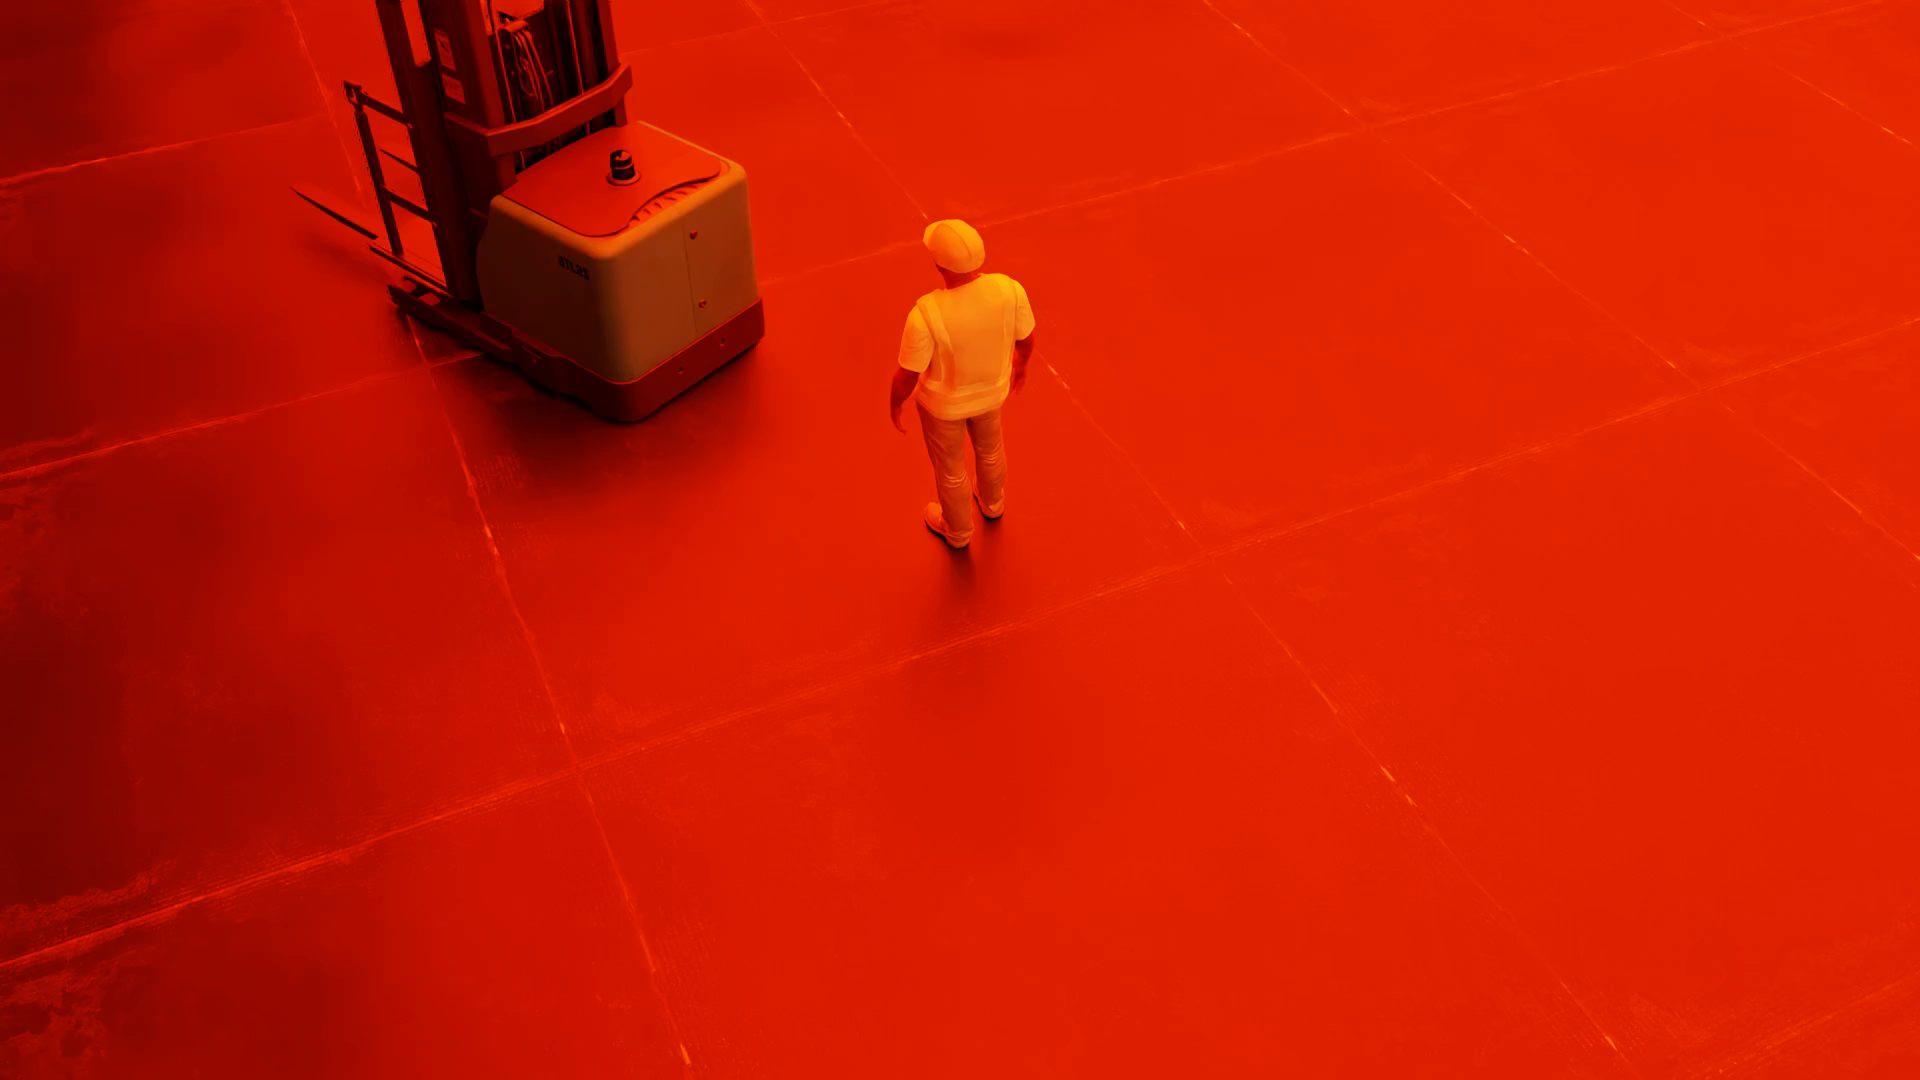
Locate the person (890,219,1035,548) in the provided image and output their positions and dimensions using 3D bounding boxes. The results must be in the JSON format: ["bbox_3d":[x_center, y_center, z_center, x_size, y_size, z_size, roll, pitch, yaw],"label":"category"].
[{"bbox_3d":[-0.024,-0.696,7.269,0.665,1.768,0.575,-18,46,-18],"label":"person"}]

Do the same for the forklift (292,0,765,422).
[{"bbox_3d":[-2.511,-2.507,8.366,3.031,2.935,1.130,29,50,27],"label":"forklift"}]
